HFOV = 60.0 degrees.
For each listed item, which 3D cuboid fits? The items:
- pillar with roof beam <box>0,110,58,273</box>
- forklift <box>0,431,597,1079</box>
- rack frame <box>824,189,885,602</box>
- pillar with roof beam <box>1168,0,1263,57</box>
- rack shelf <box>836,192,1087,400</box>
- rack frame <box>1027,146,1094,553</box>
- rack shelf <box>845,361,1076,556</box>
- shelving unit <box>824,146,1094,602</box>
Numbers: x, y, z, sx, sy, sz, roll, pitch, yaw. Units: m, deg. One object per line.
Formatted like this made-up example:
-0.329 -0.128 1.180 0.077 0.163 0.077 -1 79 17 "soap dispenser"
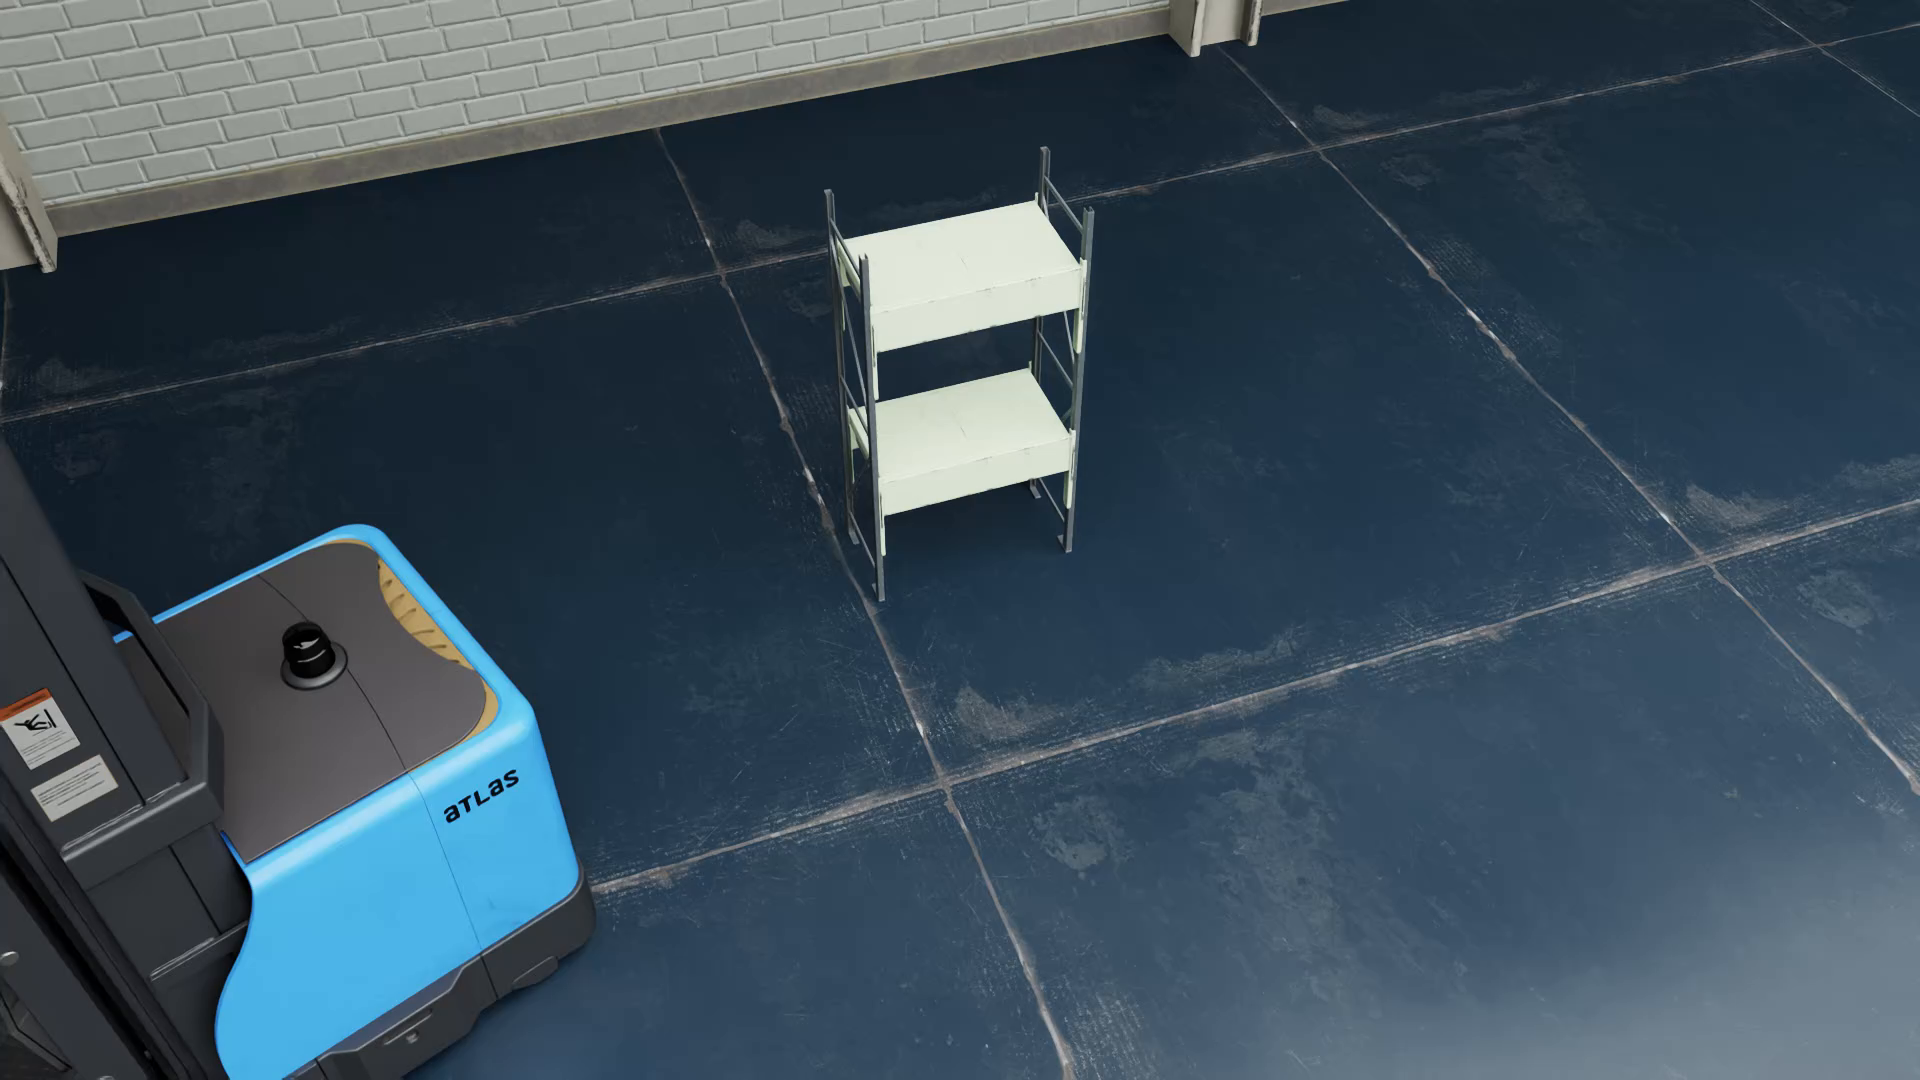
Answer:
-2.829 -1.571 1.462 0.400 9.000 9.100 -14 47 -14 "pillar with roof beam"
-2.544 0.586 3.596 3.031 2.935 1.130 -31 53 -27 "forklift"
-0.351 -0.440 5.629 0.023 1.500 0.400 -14 47 -14 "rack frame"
2.814 -3.014 2.900 0.400 9.000 9.100 -14 47 -14 "pillar with roof beam"
-0.006 -0.803 5.441 0.720 0.370 0.431 -14 47 -14 "rack shelf"
0.338 -0.616 5.805 0.023 1.500 0.400 -14 47 -14 "rack frame"
-0.006 -0.298 5.948 0.720 0.370 0.431 -14 47 -14 "rack shelf"
-0.006 -0.528 5.717 0.755 1.500 0.431 -14 47 -14 "shelving unit"
